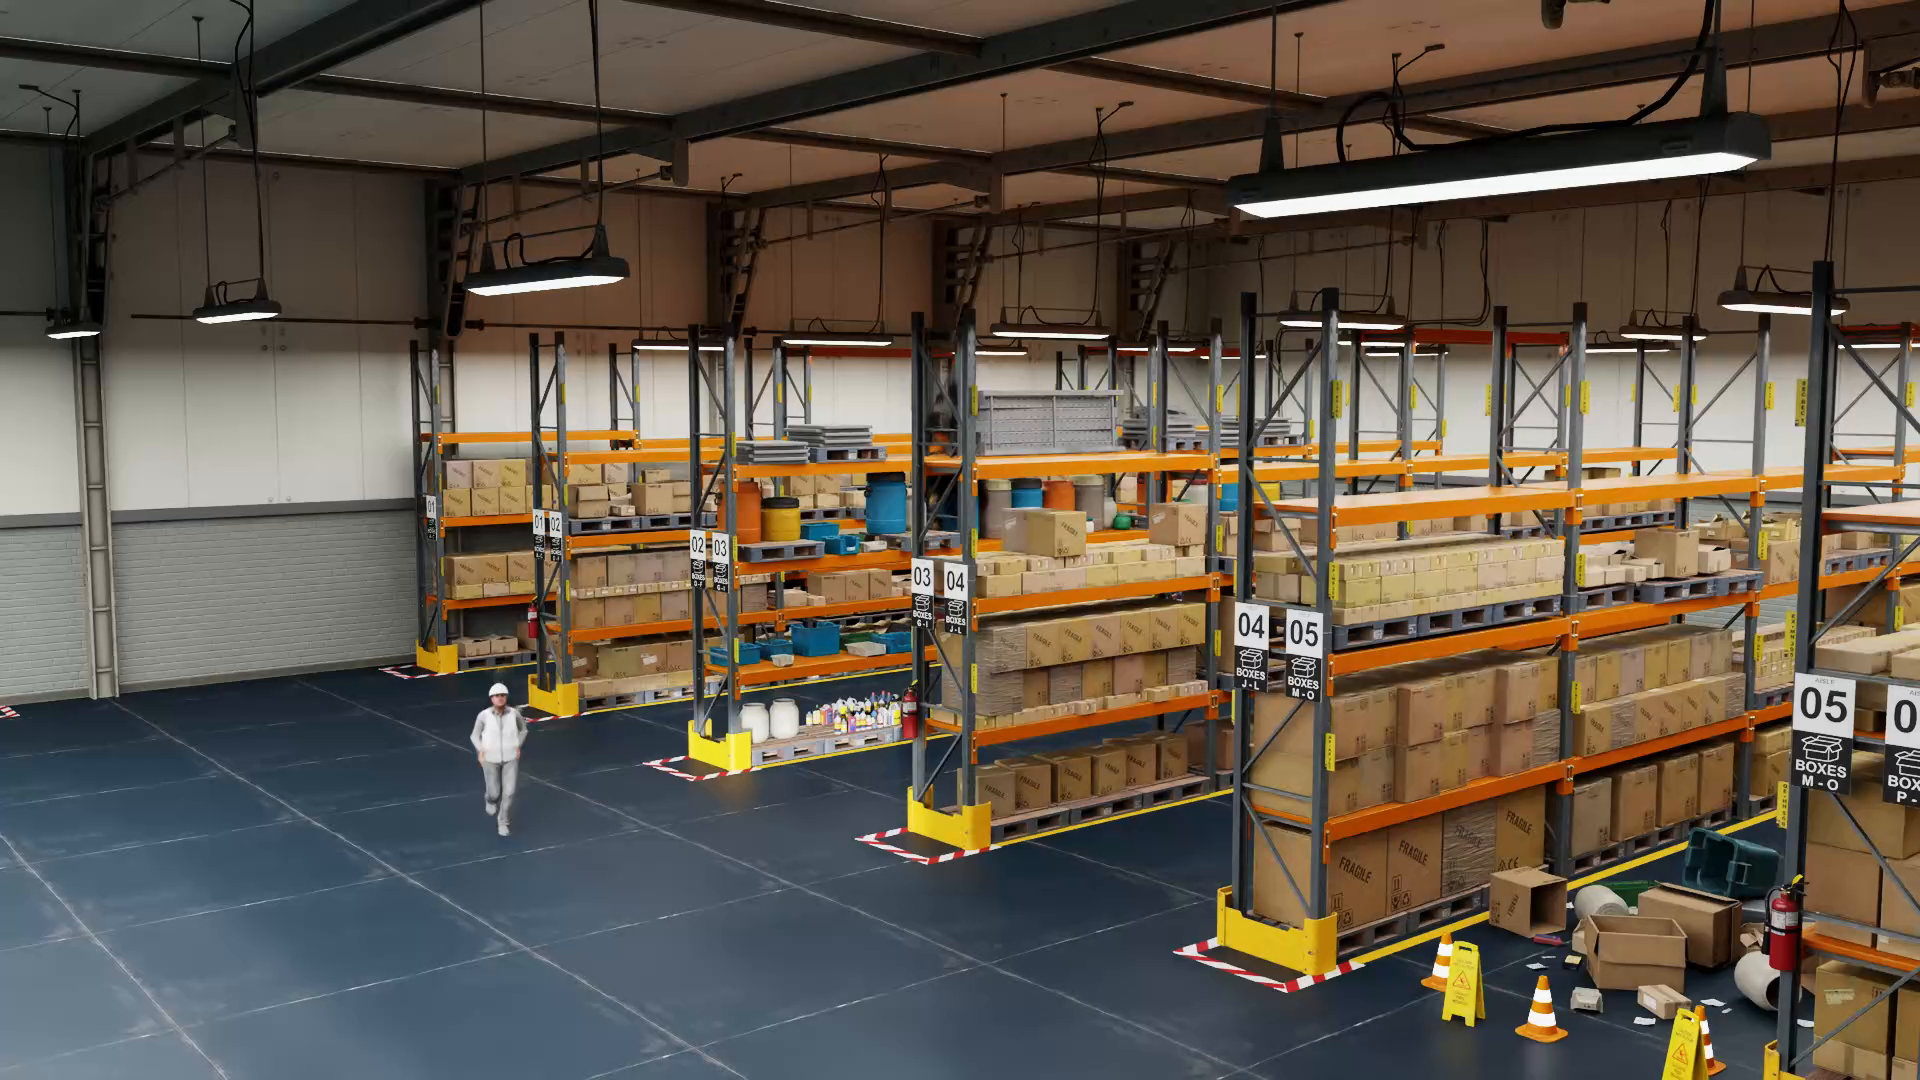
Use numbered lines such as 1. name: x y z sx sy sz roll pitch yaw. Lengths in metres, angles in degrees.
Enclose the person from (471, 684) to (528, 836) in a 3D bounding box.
1. person: -5.348 2.526 19.347 0.644 1.741 0.674 -2 6 -22
